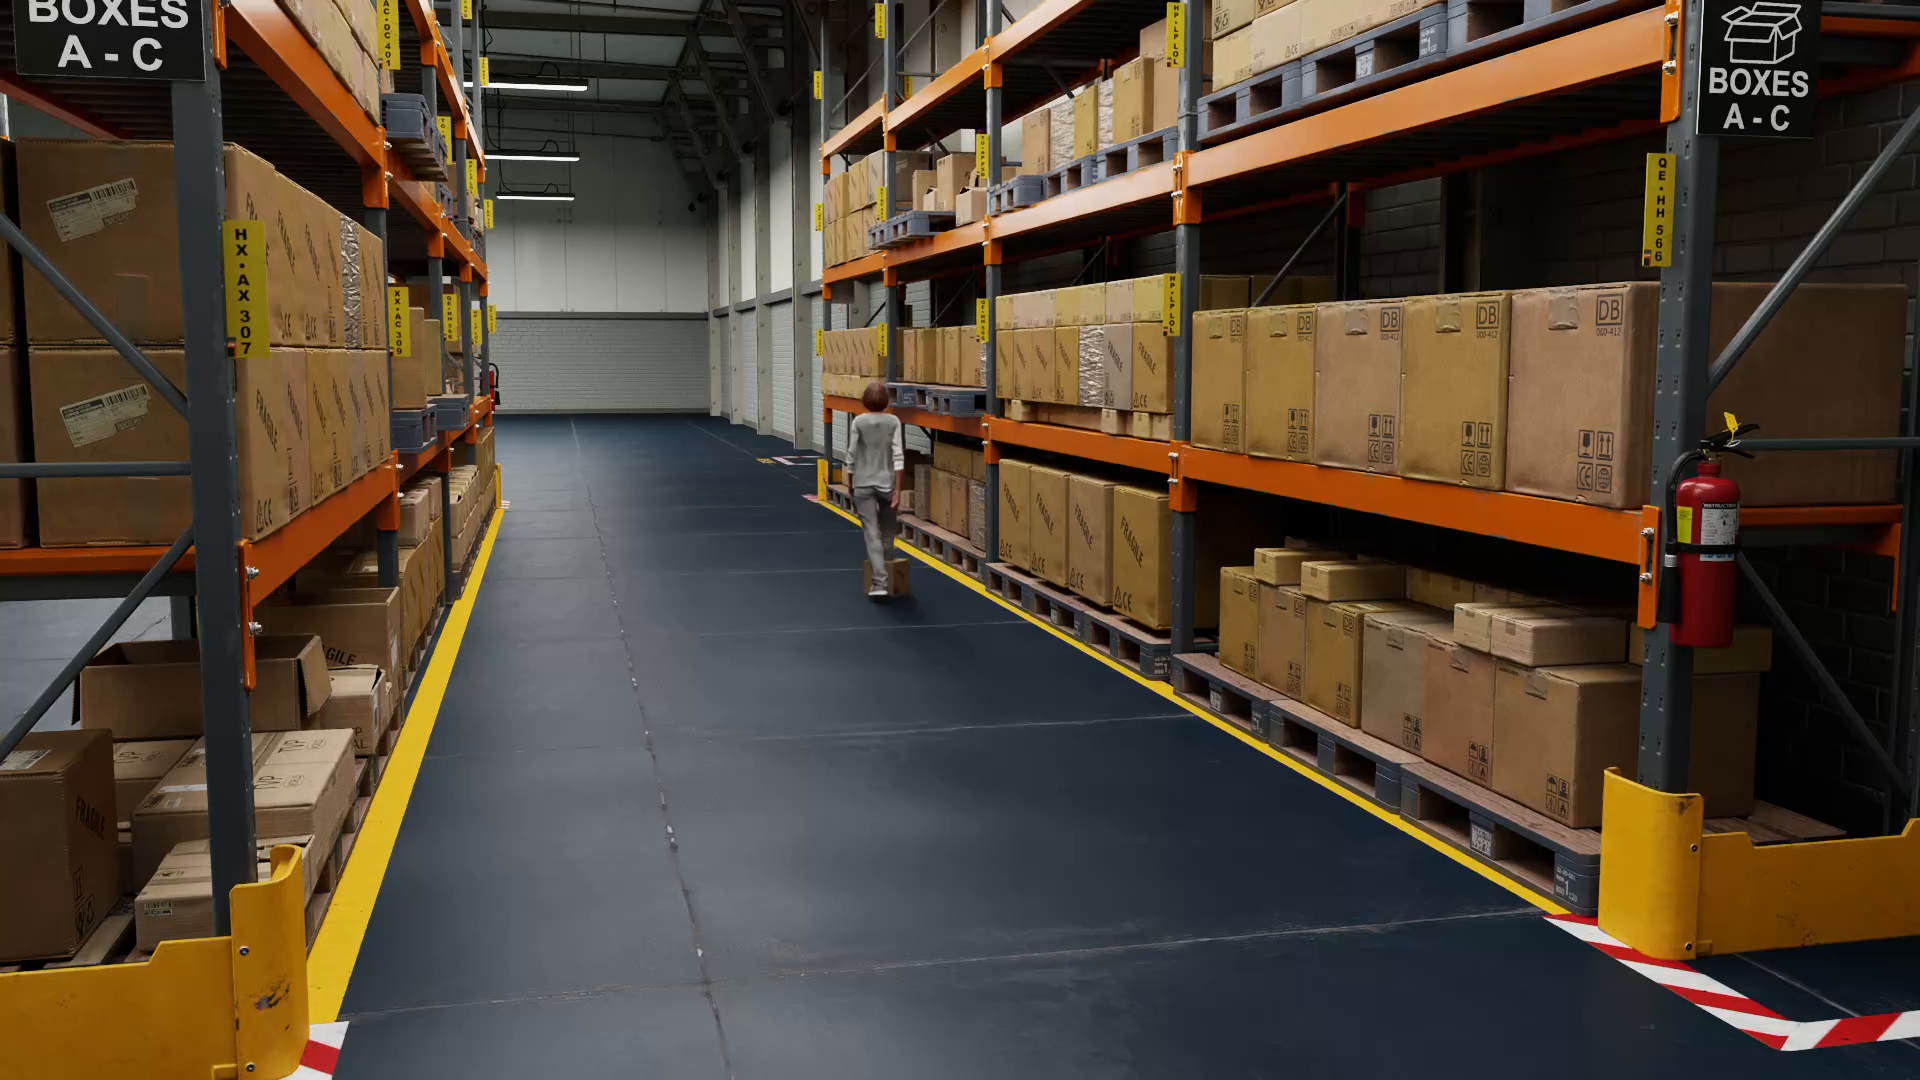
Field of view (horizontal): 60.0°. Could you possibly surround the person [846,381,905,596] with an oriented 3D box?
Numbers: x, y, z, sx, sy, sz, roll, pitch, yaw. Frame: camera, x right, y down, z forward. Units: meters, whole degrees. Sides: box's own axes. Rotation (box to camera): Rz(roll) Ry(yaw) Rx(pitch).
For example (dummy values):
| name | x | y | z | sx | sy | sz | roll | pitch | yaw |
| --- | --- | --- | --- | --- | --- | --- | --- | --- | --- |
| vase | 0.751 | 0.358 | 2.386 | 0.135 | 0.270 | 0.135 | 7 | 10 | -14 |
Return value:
| name | x | y | z | sx | sy | sz | roll | pitch | yaw |
| --- | --- | --- | --- | --- | --- | --- | --- | --- | --- |
| person | -0.632 | -0.380 | 12.230 | 0.407 | 1.569 | 0.868 | -1 | 6 | -11 |
